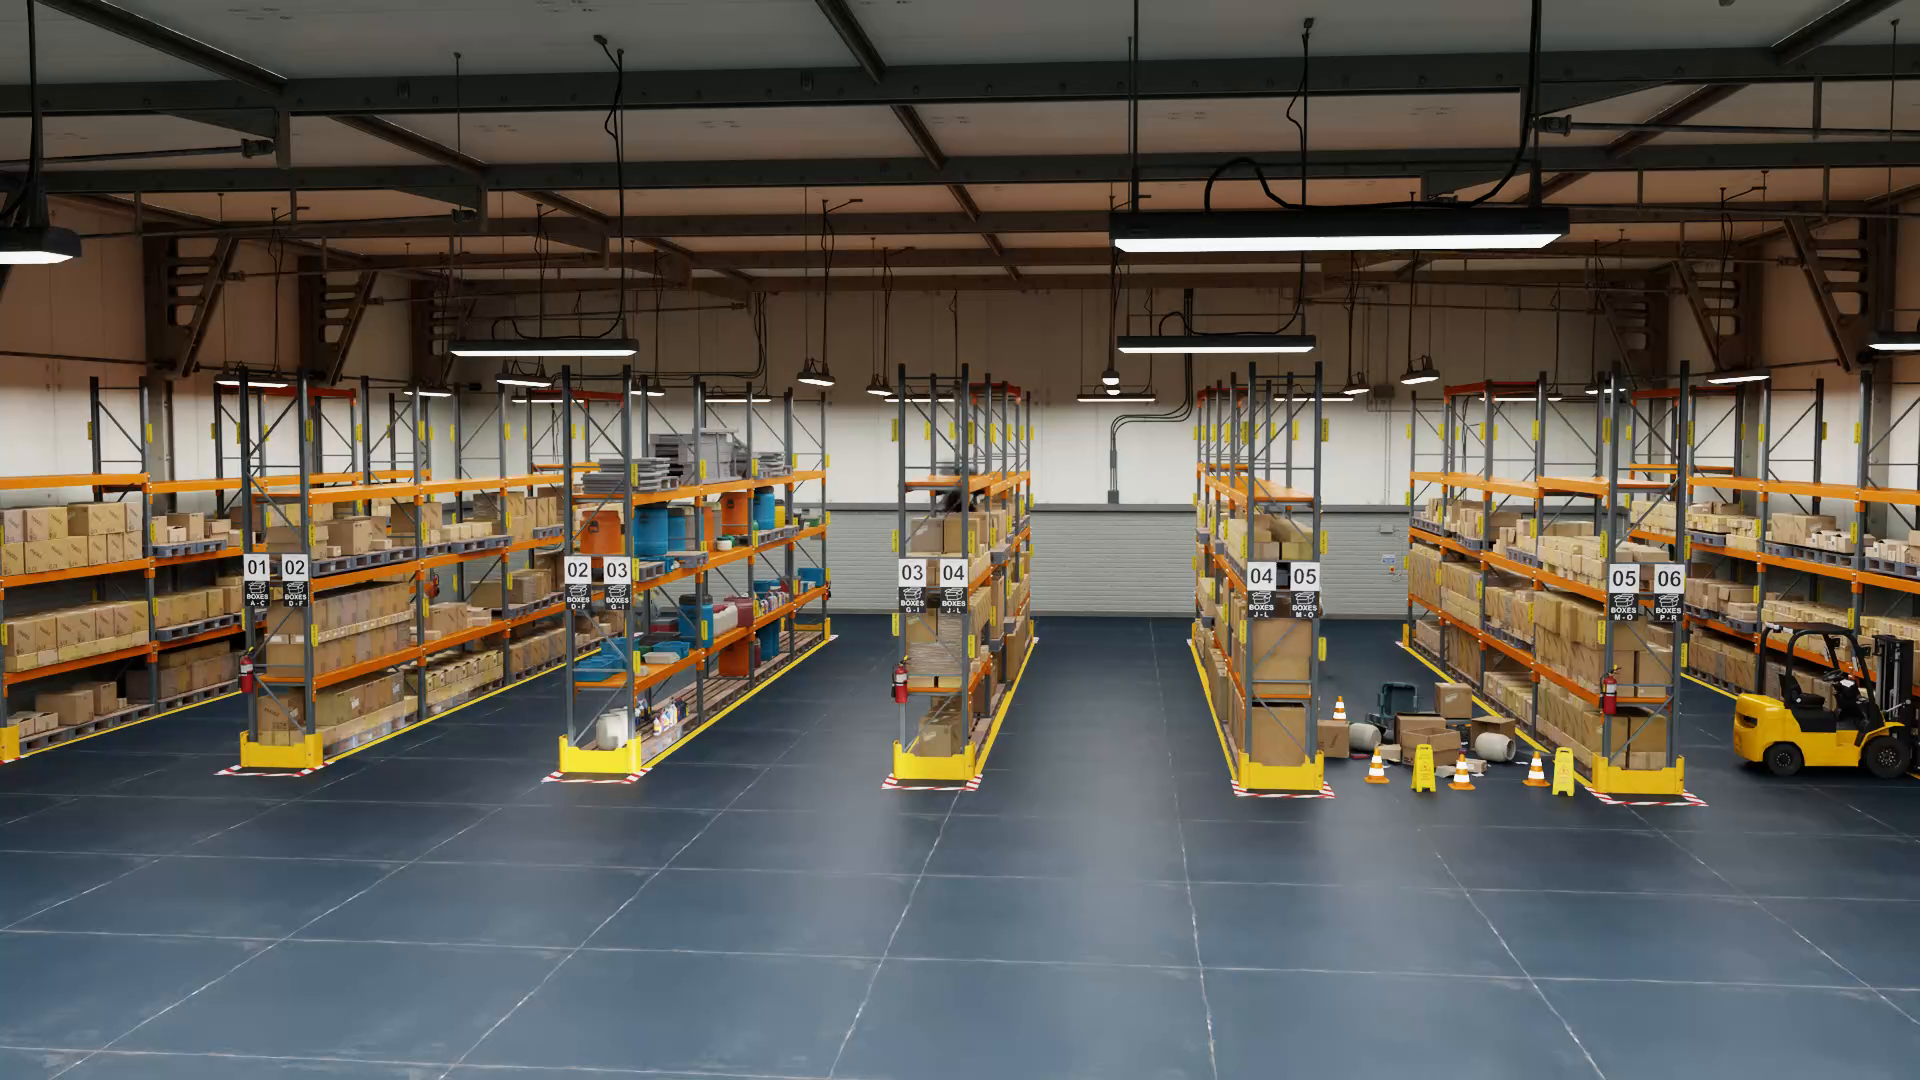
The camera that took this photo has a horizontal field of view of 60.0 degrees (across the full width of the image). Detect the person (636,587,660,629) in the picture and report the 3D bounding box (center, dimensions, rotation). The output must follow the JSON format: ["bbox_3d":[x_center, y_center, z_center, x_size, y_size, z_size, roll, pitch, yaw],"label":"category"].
[{"bbox_3d":[-7.917,1.478,41.945,0.566,1.687,0.708,1,4,18],"label":"person"}]

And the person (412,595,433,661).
[{"bbox_3d":[-10.884,1.976,33.745,0.705,1.713,0.661,0,4,-1],"label":"person"}]

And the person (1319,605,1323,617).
[{"bbox_3d":[7.529,1.818,36.163,0.676,1.753,0.648,0,4,1],"label":"person"}]
